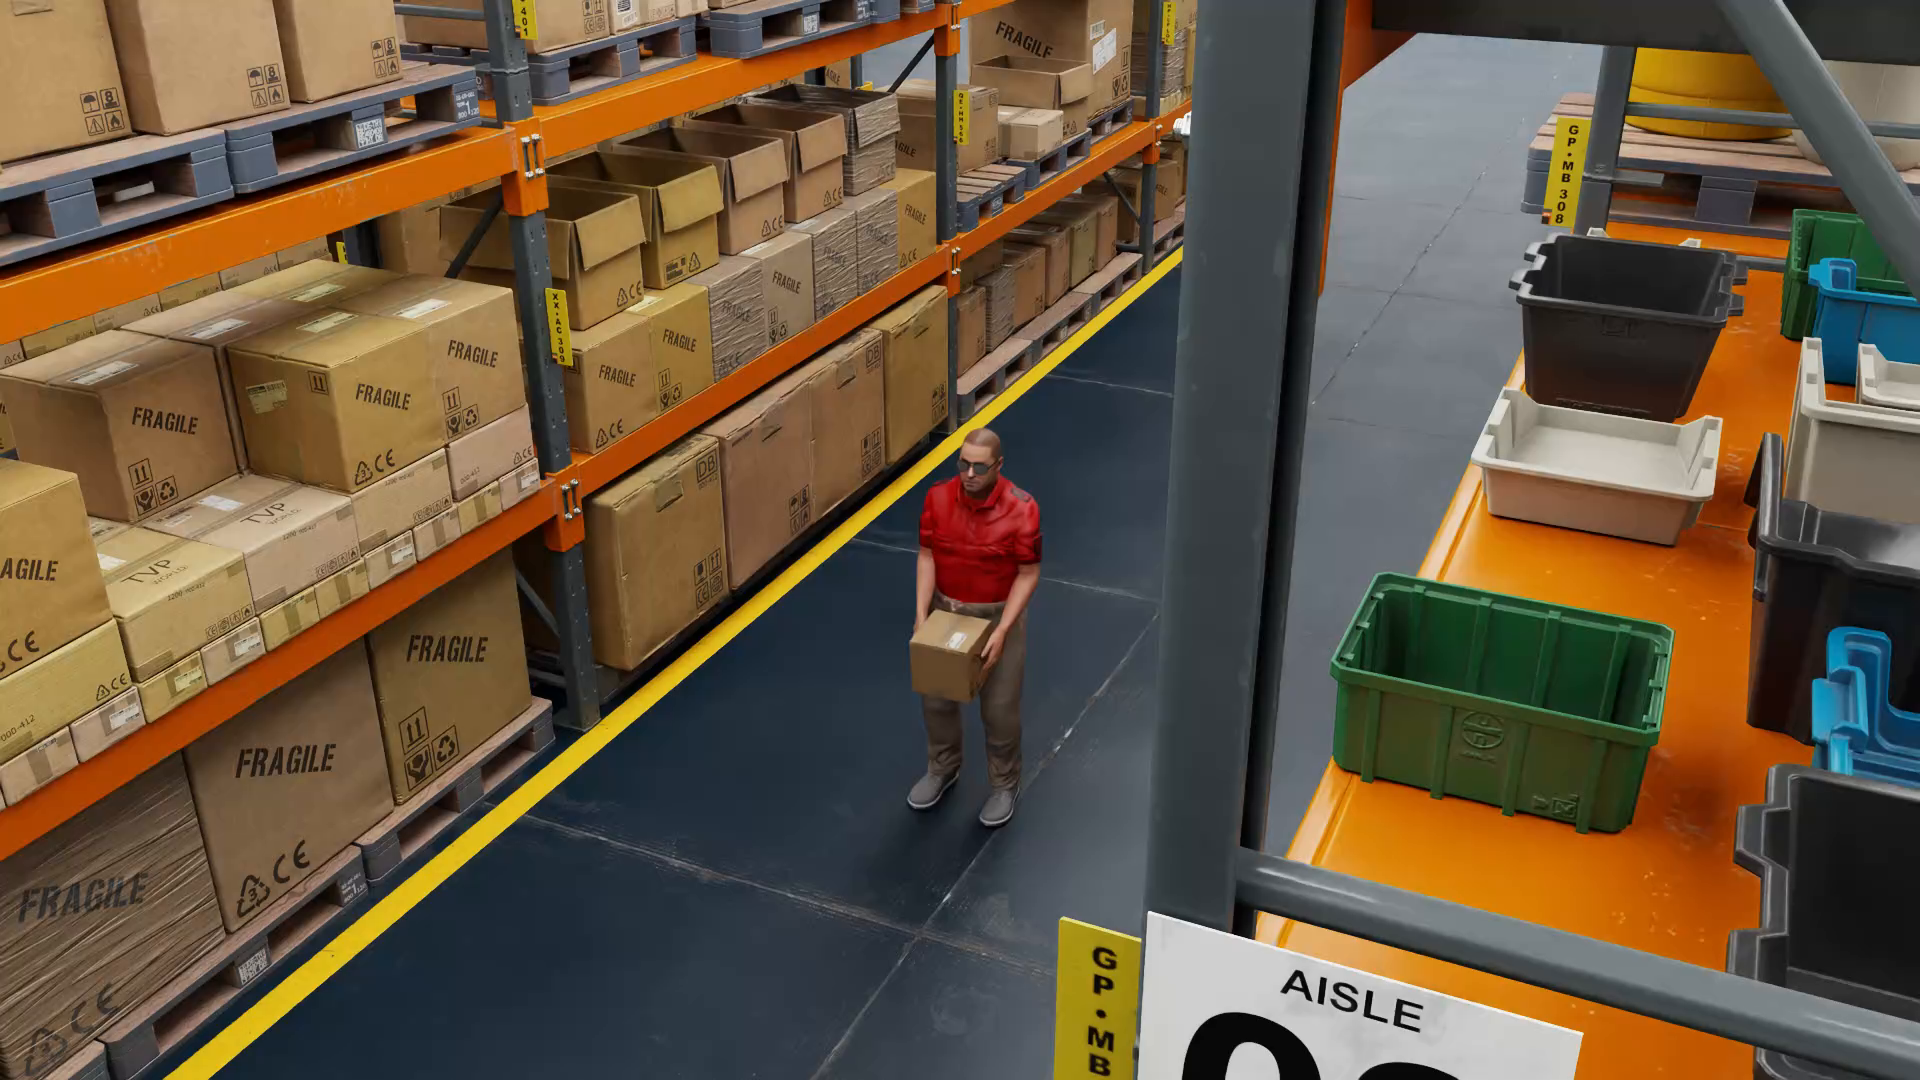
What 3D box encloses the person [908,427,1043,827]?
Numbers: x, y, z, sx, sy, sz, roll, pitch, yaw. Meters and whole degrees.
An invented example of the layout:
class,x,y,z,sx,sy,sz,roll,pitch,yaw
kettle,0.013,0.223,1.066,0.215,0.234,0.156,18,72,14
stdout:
class,x,y,z,sx,sy,sz,roll,pitch,yaw
person,0.052,0.365,6.871,0.533,1.733,0.458,11,28,21
